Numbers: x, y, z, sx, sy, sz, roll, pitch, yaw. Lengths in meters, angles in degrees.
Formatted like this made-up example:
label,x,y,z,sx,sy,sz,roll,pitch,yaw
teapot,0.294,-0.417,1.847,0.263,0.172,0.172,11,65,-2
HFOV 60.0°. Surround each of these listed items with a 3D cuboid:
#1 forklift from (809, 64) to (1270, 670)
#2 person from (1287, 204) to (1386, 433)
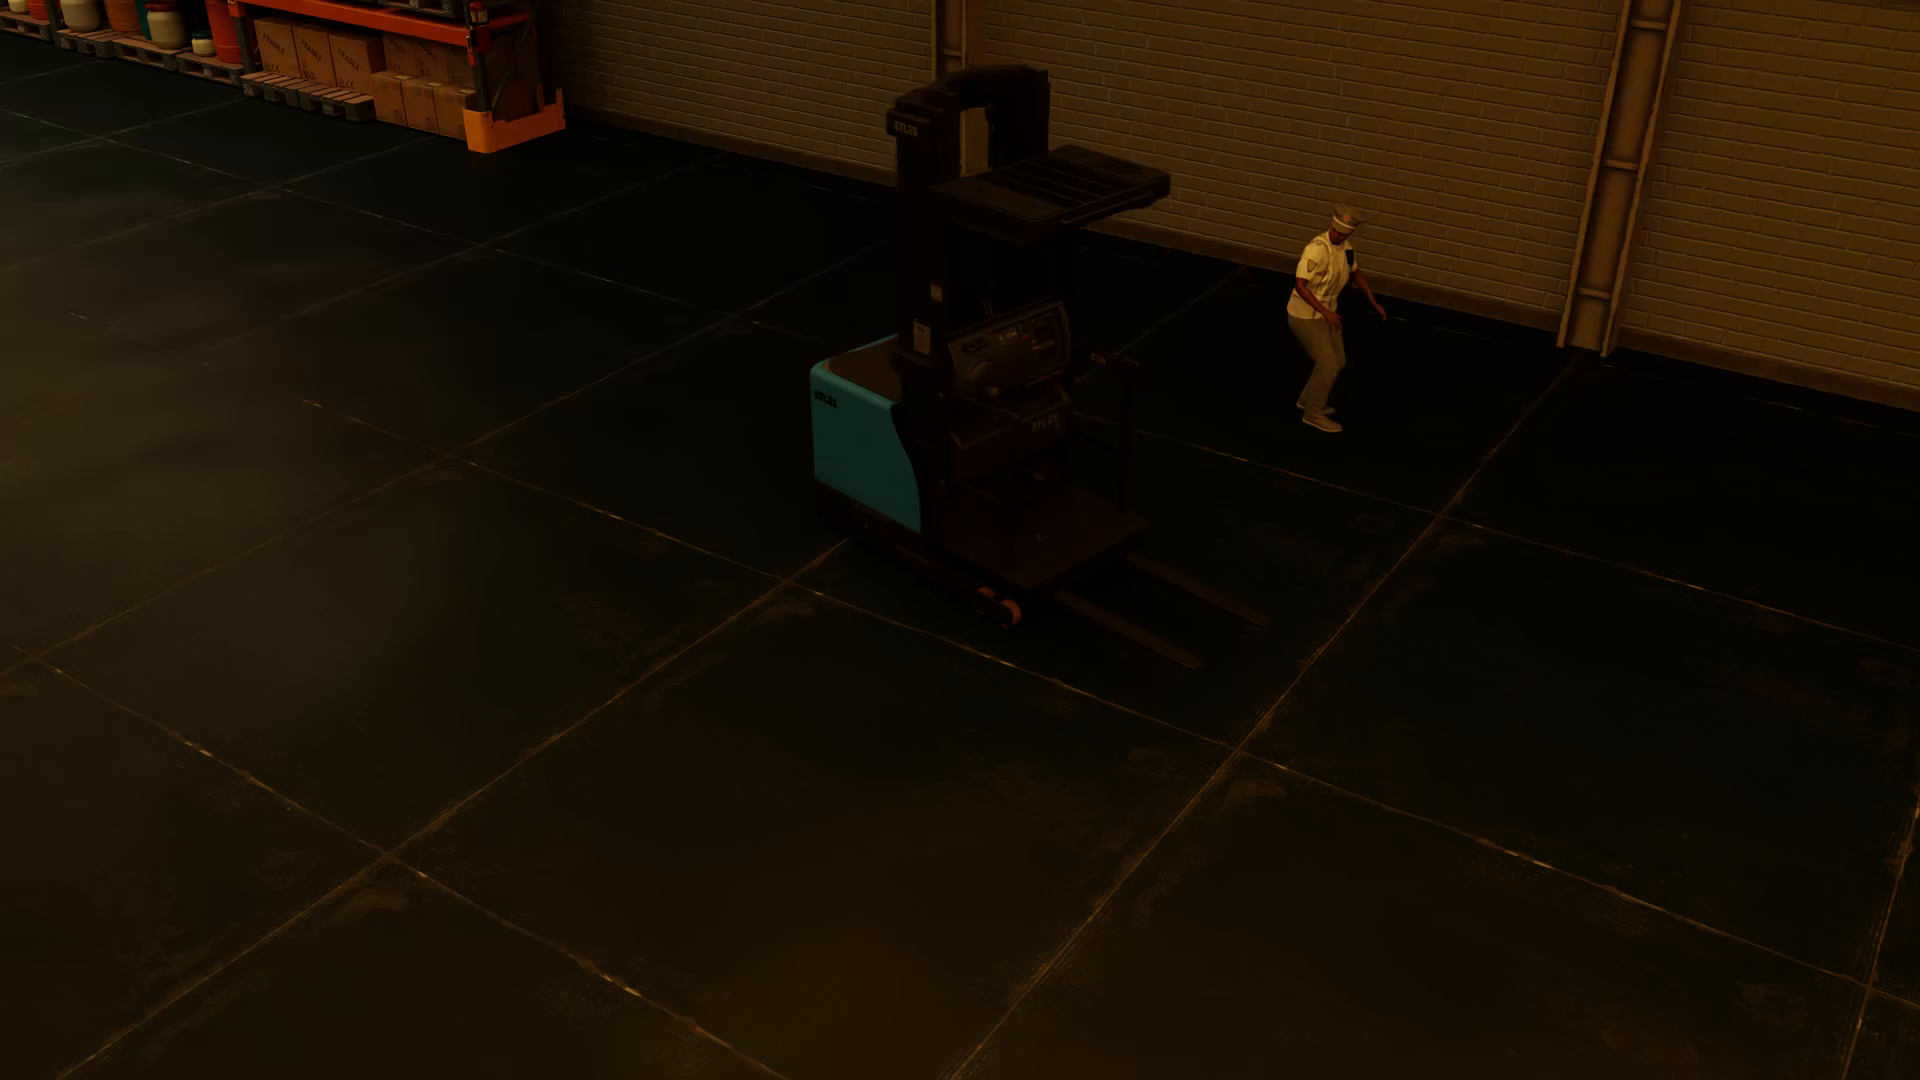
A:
label,x,y,z,sx,sy,sz,roll,pitch,yaw
forklift,0.440,-1.050,9.389,1.130,2.935,3.031,-26,39,-37
person,2.591,-1.543,11.589,0.577,1.630,0.691,22,36,32
